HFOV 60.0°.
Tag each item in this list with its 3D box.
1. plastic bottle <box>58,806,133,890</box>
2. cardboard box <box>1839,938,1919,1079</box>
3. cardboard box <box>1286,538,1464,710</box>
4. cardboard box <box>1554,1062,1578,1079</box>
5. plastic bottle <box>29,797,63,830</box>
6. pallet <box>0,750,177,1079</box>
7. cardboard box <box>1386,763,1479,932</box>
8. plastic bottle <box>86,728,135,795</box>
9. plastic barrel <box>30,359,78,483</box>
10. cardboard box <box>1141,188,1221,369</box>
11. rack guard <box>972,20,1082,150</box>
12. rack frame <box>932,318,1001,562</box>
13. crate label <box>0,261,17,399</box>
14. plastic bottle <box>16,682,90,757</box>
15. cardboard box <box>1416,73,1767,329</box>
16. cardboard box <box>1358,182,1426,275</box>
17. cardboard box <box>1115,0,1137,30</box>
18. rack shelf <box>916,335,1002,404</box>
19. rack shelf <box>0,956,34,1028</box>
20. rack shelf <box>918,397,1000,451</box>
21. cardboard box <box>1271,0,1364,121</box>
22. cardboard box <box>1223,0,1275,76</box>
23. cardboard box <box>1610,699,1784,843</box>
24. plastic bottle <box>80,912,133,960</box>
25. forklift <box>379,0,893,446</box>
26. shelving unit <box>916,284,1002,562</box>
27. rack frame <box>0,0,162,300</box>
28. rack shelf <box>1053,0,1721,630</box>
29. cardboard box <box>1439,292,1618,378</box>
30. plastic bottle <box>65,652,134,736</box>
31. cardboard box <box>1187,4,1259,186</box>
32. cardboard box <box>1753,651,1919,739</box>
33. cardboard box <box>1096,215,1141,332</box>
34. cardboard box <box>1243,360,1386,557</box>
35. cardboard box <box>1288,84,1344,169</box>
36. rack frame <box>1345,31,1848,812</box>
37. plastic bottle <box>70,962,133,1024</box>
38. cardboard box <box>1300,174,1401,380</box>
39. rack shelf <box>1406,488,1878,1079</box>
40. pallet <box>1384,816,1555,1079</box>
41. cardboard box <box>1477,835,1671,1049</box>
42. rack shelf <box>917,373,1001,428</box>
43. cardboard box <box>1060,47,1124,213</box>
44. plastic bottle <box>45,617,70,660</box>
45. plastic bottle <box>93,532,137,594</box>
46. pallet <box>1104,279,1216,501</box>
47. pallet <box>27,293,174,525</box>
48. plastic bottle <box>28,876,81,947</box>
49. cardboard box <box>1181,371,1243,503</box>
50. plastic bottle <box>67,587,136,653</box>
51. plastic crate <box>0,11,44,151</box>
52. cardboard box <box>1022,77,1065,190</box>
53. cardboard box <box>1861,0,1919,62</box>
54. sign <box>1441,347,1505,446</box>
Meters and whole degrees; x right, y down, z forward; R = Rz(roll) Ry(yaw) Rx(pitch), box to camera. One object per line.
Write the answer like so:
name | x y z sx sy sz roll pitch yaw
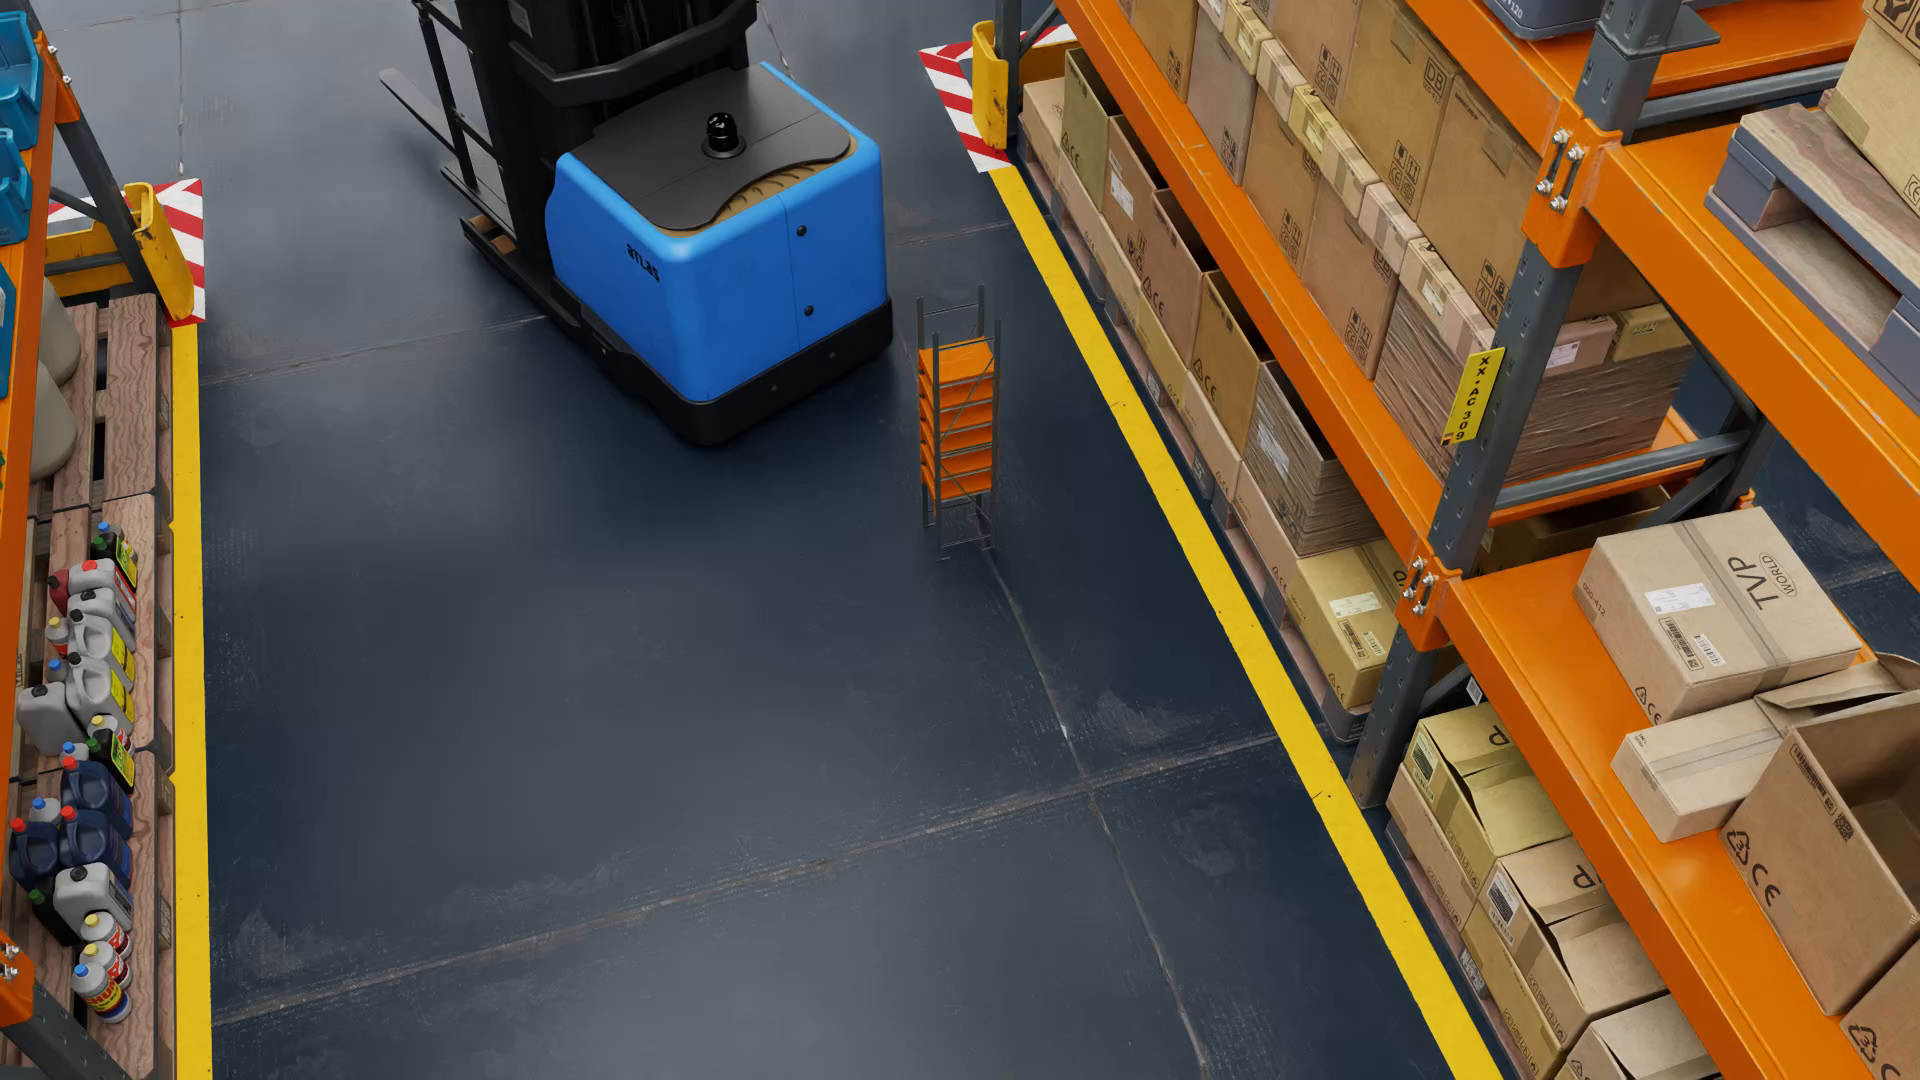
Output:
plastic bottle | -2.731 0.959 5.214 0.144 0.351 0.185 -12 51 -10
cardboard box | 2.359 1.096 3.588 0.500 0.500 0.500 -13 51 -11
cardboard box | 1.498 0.275 5.870 0.500 0.250 0.500 -13 51 -11
cardboard box | 2.032 1.666 4.697 0.500 0.250 0.500 -15 51 -12
plastic bottle | -2.890 0.906 5.310 0.097 0.271 0.097 0 50 0
pallet | -3.048 1.329 5.281 1.003 0.211 1.213 -13 51 -11
cardboard box | 1.726 0.915 5.330 0.500 0.250 0.500 -14 51 -12
plastic bottle | -2.796 0.713 5.465 0.061 0.283 0.133 -11 51 -9
plastic barrel | -3.656 -0.495 6.347 0.421 0.512 0.421 0 50 0
cardboard box | 1.048 -1.061 6.505 0.500 0.500 0.500 -13 51 -11
rack guard | 0.654 -2.320 8.168 1.175 0.500 0.348 -13 51 -11
rack frame | 0.023 -0.330 6.034 0.240 1.200 0.006 -13 51 -11
crate label | -3.269 -0.719 5.161 0.502 0.435 0.616 -13 51 -11
plastic bottle | -3.047 0.587 5.577 0.152 0.276 0.135 -13 51 -11
cardboard box | 1.707 -0.960 4.473 0.700 0.500 0.500 -13 51 -11
cardboard box | 1.408 -0.950 4.889 0.380 0.149 0.250 -15 51 -12
cardboard box | 0.947 -2.414 6.547 0.700 0.500 0.500 -12 51 -10
rack shelf | -0.004 -0.601 5.849 0.258 0.103 0.180 -13 51 -11
rack shelf | -2.298 2.623 2.837 1.077 0.370 4.000 -13 51 -11
rack shelf | -0.004 -0.446 6.032 0.258 0.103 0.180 -13 51 -11
cardboard box | 1.408 -1.694 5.092 0.700 0.500 0.500 -13 51 -11
cardboard box | 1.103 -1.699 5.520 0.380 0.149 0.250 -12 51 -10
cardboard box | 1.911 0.588 4.247 0.380 0.149 0.250 -13 51 -11
plastic bottle | -2.625 1.210 5.100 0.097 0.201 0.097 0 50 0
forklift | -1.628 -2.388 6.636 1.130 2.935 3.031 -33 57 -25
shelving unit | -0.004 -0.397 6.090 0.258 1.200 0.189 -13 51 -11
rack frame | -4.072 -1.991 6.256 1.000 3.000 0.127 -13 51 -11
rack shelf | 1.252 -1.415 6.242 1.077 0.370 4.000 -13 51 -11
cardboard box | 1.559 -0.578 4.575 0.380 0.149 0.250 -13 51 -11
plastic bottle | -2.913 0.511 5.592 0.144 0.351 0.185 -14 51 -11
cardboard box | 1.247 -1.666 5.917 0.700 0.500 0.500 -12 51 -10
cardboard box | 2.279 0.457 4.280 0.396 0.266 0.258 -14 51 -12
cardboard box | 0.906 -1.186 7.101 0.500 0.250 0.500 -13 51 -11
cardboard box | 1.361 -0.334 5.893 0.500 0.500 0.500 -13 51 -11
cardboard box | 1.260 -1.322 5.202 0.380 0.149 0.250 -14 51 -11
rack frame | 1.844 -0.187 4.735 1.000 3.000 0.127 -13 51 -11
plastic bottle | -2.565 1.336 4.948 0.097 0.271 0.097 0 50 0
cardboard box | 1.544 -0.925 5.292 0.700 0.500 0.500 -14 51 -11
rack shelf | 2.435 1.506 3.779 1.077 0.370 4.000 -13 51 -11
pallet | 2.099 1.241 5.355 1.003 0.211 1.213 -13 51 -11
cardboard box | 1.871 1.109 4.800 0.500 0.311 0.500 -14 51 -11
rack shelf | -0.004 -0.523 5.940 0.258 0.103 0.180 -13 51 -11
cardboard box | 0.757 -1.792 7.122 0.500 0.500 0.500 -13 51 -11
plastic bottle | -3.134 0.345 5.829 0.097 0.201 0.097 0 50 0
plastic bottle | -3.058 0.066 6.011 0.061 0.283 0.133 -12 51 -10
pallet | 1.284 -0.771 7.051 1.003 0.211 1.213 -13 51 -11
pallet | -3.769 -0.453 6.783 1.003 0.211 1.213 -13 51 -11
plastic bottle | -2.788 1.127 5.116 0.061 0.283 0.133 -13 51 -11
cardboard box | 1.198 -0.454 6.484 0.500 0.250 0.500 -13 51 -11
plastic bottle | -3.021 0.279 5.836 0.152 0.276 0.135 -15 51 -12
plastic crate | -3.638 -1.645 6.062 0.499 0.251 0.616 -13 51 -11
cardboard box | 0.607 -1.915 7.716 0.500 0.250 0.500 -13 51 -11
cardboard box | 1.989 -1.023 2.811 0.500 0.500 0.500 -13 51 -11
sign | 1.314 -0.365 4.267 0.100 0.325 0.005 -13 51 -11
